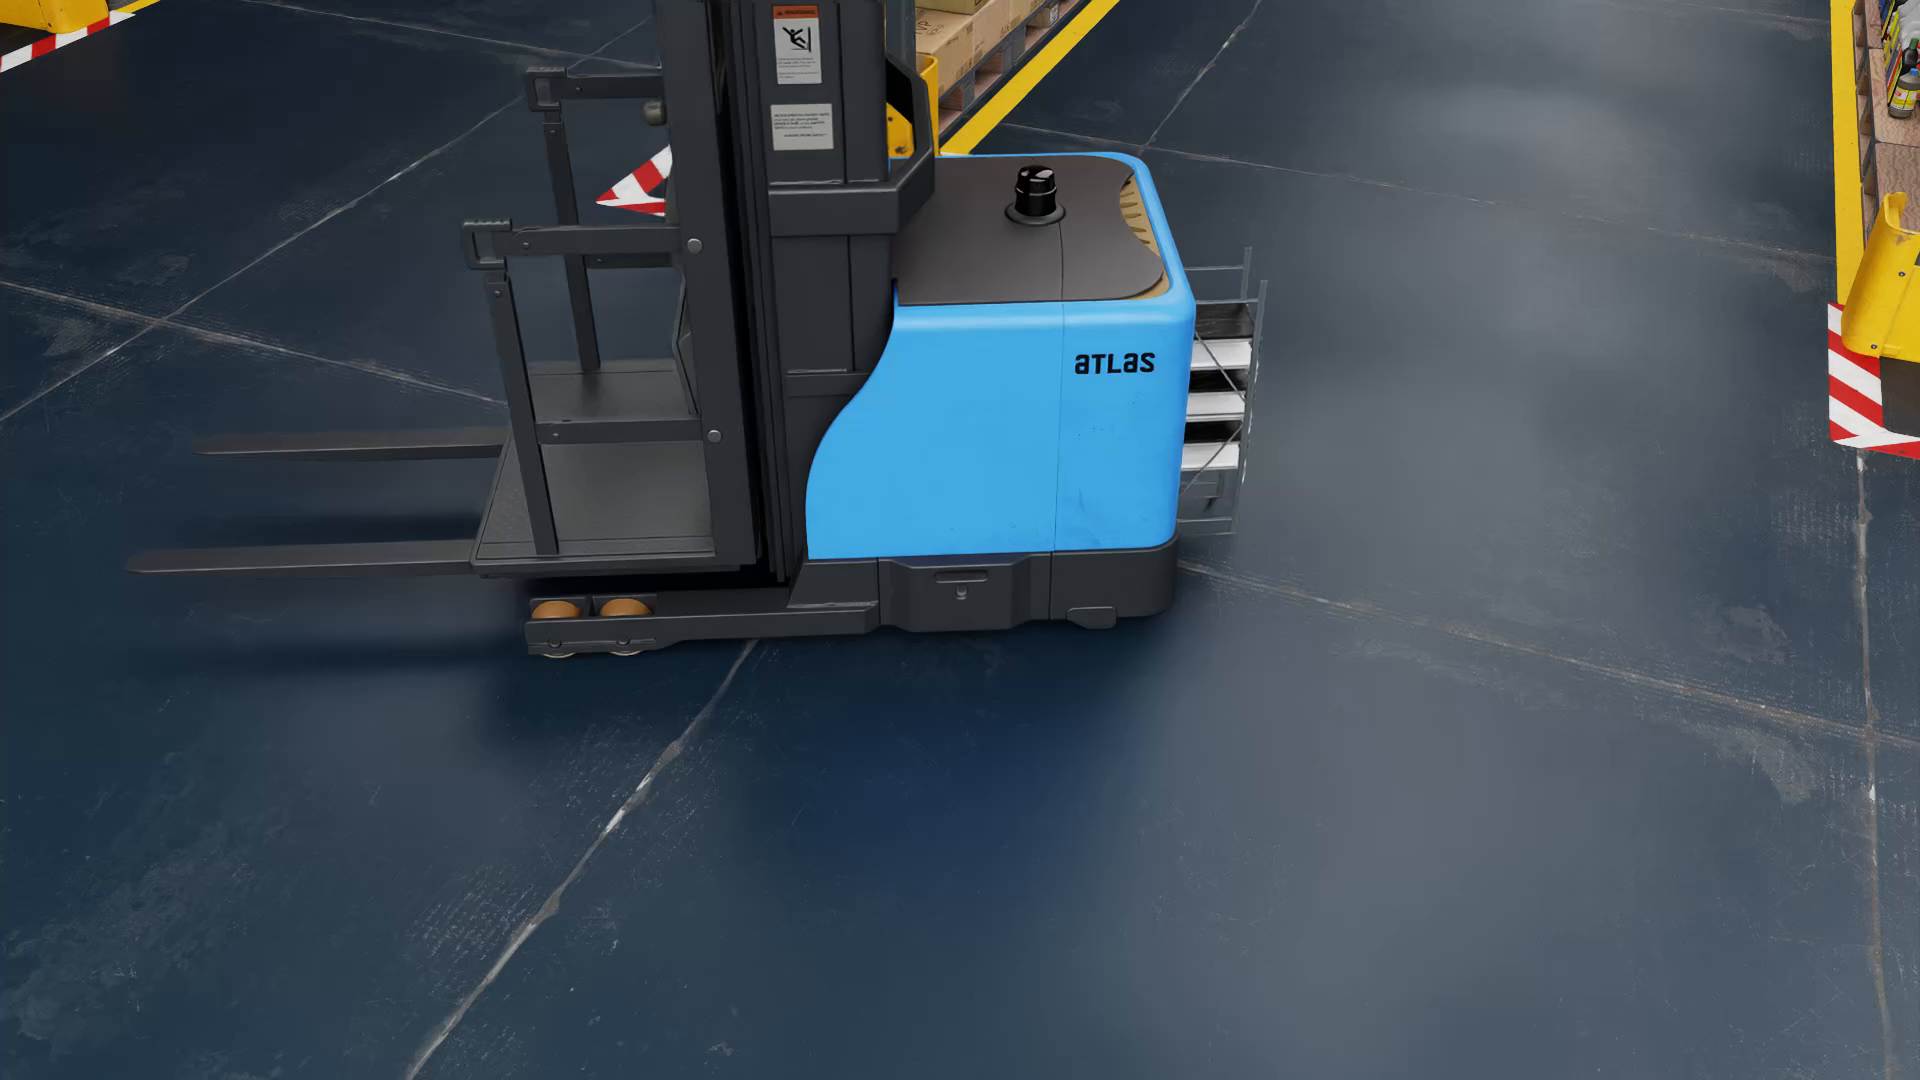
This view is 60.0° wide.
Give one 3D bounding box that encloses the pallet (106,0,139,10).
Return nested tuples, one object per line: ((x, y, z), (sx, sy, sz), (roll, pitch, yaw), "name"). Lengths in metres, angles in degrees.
((-4.885, -3.439, 9.675), (1.003, 0.211, 1.213), (14, 39, 18), "pallet")

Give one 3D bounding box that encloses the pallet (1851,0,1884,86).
((5.134, -2.551, 8.486), (1.003, 0.211, 1.213), (14, 39, 18), "pallet")

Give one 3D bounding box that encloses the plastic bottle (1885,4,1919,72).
((4.433, -2.350, 7.734), (0.144, 0.351, 0.185), (15, 39, 20), "plastic bottle")

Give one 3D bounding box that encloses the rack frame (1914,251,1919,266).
((3.906, -1.816, 5.173), (1.000, 3.000, 0.127), (14, 39, 18), "rack frame")

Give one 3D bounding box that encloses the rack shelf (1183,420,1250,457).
((0.748, -0.336, 5.154), (0.258, 0.077, 0.200), (-3, 37, -4), "rack shelf")

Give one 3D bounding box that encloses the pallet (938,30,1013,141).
((-0.421, -2.262, 8.100), (1.003, 0.211, 1.213), (14, 39, 18), "pallet")

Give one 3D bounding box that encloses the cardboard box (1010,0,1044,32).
((0.114, -2.813, 8.454), (0.500, 0.250, 0.500), (14, 39, 18), "cardboard box")

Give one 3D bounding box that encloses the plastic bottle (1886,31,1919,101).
((4.321, -2.151, 7.530), (0.152, 0.276, 0.135), (14, 39, 18), "plastic bottle")

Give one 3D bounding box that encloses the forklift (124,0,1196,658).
((-0.906, -1.161, 4.355), (3.031, 2.935, 1.130), (-2, 37, -3), "forklift")

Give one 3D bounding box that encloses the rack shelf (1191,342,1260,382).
((0.748, -0.552, 4.992), (0.258, 0.077, 0.200), (-3, 37, -4), "rack shelf")

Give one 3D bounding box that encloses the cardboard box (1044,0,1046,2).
((0.309, -3.089, 8.823), (0.500, 0.250, 0.500), (14, 39, 18), "cardboard box")

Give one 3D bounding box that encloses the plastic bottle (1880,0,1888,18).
((4.738, -2.793, 8.326), (0.144, 0.351, 0.185), (15, 39, 19), "plastic bottle")

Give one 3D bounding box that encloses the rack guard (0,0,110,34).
((-5.227, -3.113, 8.997), (1.175, 0.500, 0.348), (14, 39, 18), "rack guard")

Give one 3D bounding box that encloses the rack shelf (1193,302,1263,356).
((0.748, -0.624, 4.938), (0.258, 0.077, 0.200), (-3, 37, -4), "rack shelf")

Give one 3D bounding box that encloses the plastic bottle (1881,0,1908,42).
((4.564, -2.580, 8.097), (0.061, 0.283, 0.133), (16, 40, 20), "plastic bottle")

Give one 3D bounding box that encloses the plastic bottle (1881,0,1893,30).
((4.666, -2.688, 8.186), (0.144, 0.351, 0.185), (12, 38, 16), "plastic bottle")

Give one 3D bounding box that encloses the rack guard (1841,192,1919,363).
((3.892, -0.867, 5.992), (1.175, 0.500, 0.348), (14, 39, 18), "rack guard")

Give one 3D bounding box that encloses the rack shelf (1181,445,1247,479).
((0.748, -0.264, 5.208), (0.258, 0.077, 0.200), (-3, 37, -4), "rack shelf")

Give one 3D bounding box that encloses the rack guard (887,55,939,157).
((-0.682, -1.931, 7.416), (1.175, 0.500, 0.348), (14, 39, 18), "rack guard")

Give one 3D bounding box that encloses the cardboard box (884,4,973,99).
((-0.263, -2.259, 7.713), (0.500, 0.250, 0.500), (14, 39, 18), "cardboard box")

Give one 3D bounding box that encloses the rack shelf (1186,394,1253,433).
((0.748, -0.408, 5.100), (0.258, 0.077, 0.200), (-3, 37, -4), "rack shelf")

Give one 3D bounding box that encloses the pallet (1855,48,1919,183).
((4.672, -1.873, 7.580), (1.003, 0.211, 1.213), (14, 39, 18), "pallet")

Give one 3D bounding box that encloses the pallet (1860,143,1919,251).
((4.206, -1.200, 6.679), (1.003, 0.211, 1.213), (14, 39, 18), "pallet")

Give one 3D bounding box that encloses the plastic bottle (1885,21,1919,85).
((4.374, -2.228, 7.632), (0.152, 0.276, 0.135), (13, 39, 16), "plastic bottle")

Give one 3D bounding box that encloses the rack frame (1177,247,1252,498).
((0.740, -0.496, 5.161), (0.240, 0.900, 0.006), (-3, 37, -4), "rack frame")

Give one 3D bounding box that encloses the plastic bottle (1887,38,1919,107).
((4.227, -2.089, 7.441), (0.061, 0.283, 0.133), (15, 39, 19), "plastic bottle")

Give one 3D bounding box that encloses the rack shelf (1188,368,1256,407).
((0.748, -0.480, 5.046), (0.258, 0.077, 0.200), (-3, 37, -4), "rack shelf")

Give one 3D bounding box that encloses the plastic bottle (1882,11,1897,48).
((4.536, -2.477, 8.029), (0.097, 0.201, 0.097), (0, 37, 0), "plastic bottle")

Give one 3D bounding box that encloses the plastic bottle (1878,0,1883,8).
((4.804, -2.854, 8.470), (0.152, 0.276, 0.135), (15, 39, 19), "plastic bottle")

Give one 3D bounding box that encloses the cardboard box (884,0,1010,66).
((-0.076, -2.537, 8.084), (0.500, 0.250, 0.500), (14, 39, 18), "cardboard box")

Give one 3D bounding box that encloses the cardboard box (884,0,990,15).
((-0.075, -2.837, 7.859), (0.500, 0.500, 0.500), (14, 39, 18), "cardboard box")

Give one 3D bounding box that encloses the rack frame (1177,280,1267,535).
((0.756, -0.374, 4.999), (0.240, 0.900, 0.006), (-3, 37, -4), "rack frame")

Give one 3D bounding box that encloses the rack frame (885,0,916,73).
((-0.673, -2.946, 6.686), (1.000, 3.000, 0.127), (14, 39, 18), "rack frame")

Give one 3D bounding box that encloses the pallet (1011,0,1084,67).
((0.045, -2.935, 9.000), (1.003, 0.211, 1.213), (14, 39, 18), "pallet")

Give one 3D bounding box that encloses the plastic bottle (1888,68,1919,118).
((4.200, -1.988, 7.374), (0.097, 0.201, 0.097), (0, 37, 0), "plastic bottle")

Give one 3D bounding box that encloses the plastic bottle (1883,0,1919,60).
((4.504, -2.453, 7.872), (0.144, 0.351, 0.185), (14, 39, 17), "plastic bottle")

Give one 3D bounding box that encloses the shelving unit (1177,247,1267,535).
((0.748, -0.435, 5.080), (0.258, 0.900, 0.210), (-3, 37, -4), "shelving unit")
